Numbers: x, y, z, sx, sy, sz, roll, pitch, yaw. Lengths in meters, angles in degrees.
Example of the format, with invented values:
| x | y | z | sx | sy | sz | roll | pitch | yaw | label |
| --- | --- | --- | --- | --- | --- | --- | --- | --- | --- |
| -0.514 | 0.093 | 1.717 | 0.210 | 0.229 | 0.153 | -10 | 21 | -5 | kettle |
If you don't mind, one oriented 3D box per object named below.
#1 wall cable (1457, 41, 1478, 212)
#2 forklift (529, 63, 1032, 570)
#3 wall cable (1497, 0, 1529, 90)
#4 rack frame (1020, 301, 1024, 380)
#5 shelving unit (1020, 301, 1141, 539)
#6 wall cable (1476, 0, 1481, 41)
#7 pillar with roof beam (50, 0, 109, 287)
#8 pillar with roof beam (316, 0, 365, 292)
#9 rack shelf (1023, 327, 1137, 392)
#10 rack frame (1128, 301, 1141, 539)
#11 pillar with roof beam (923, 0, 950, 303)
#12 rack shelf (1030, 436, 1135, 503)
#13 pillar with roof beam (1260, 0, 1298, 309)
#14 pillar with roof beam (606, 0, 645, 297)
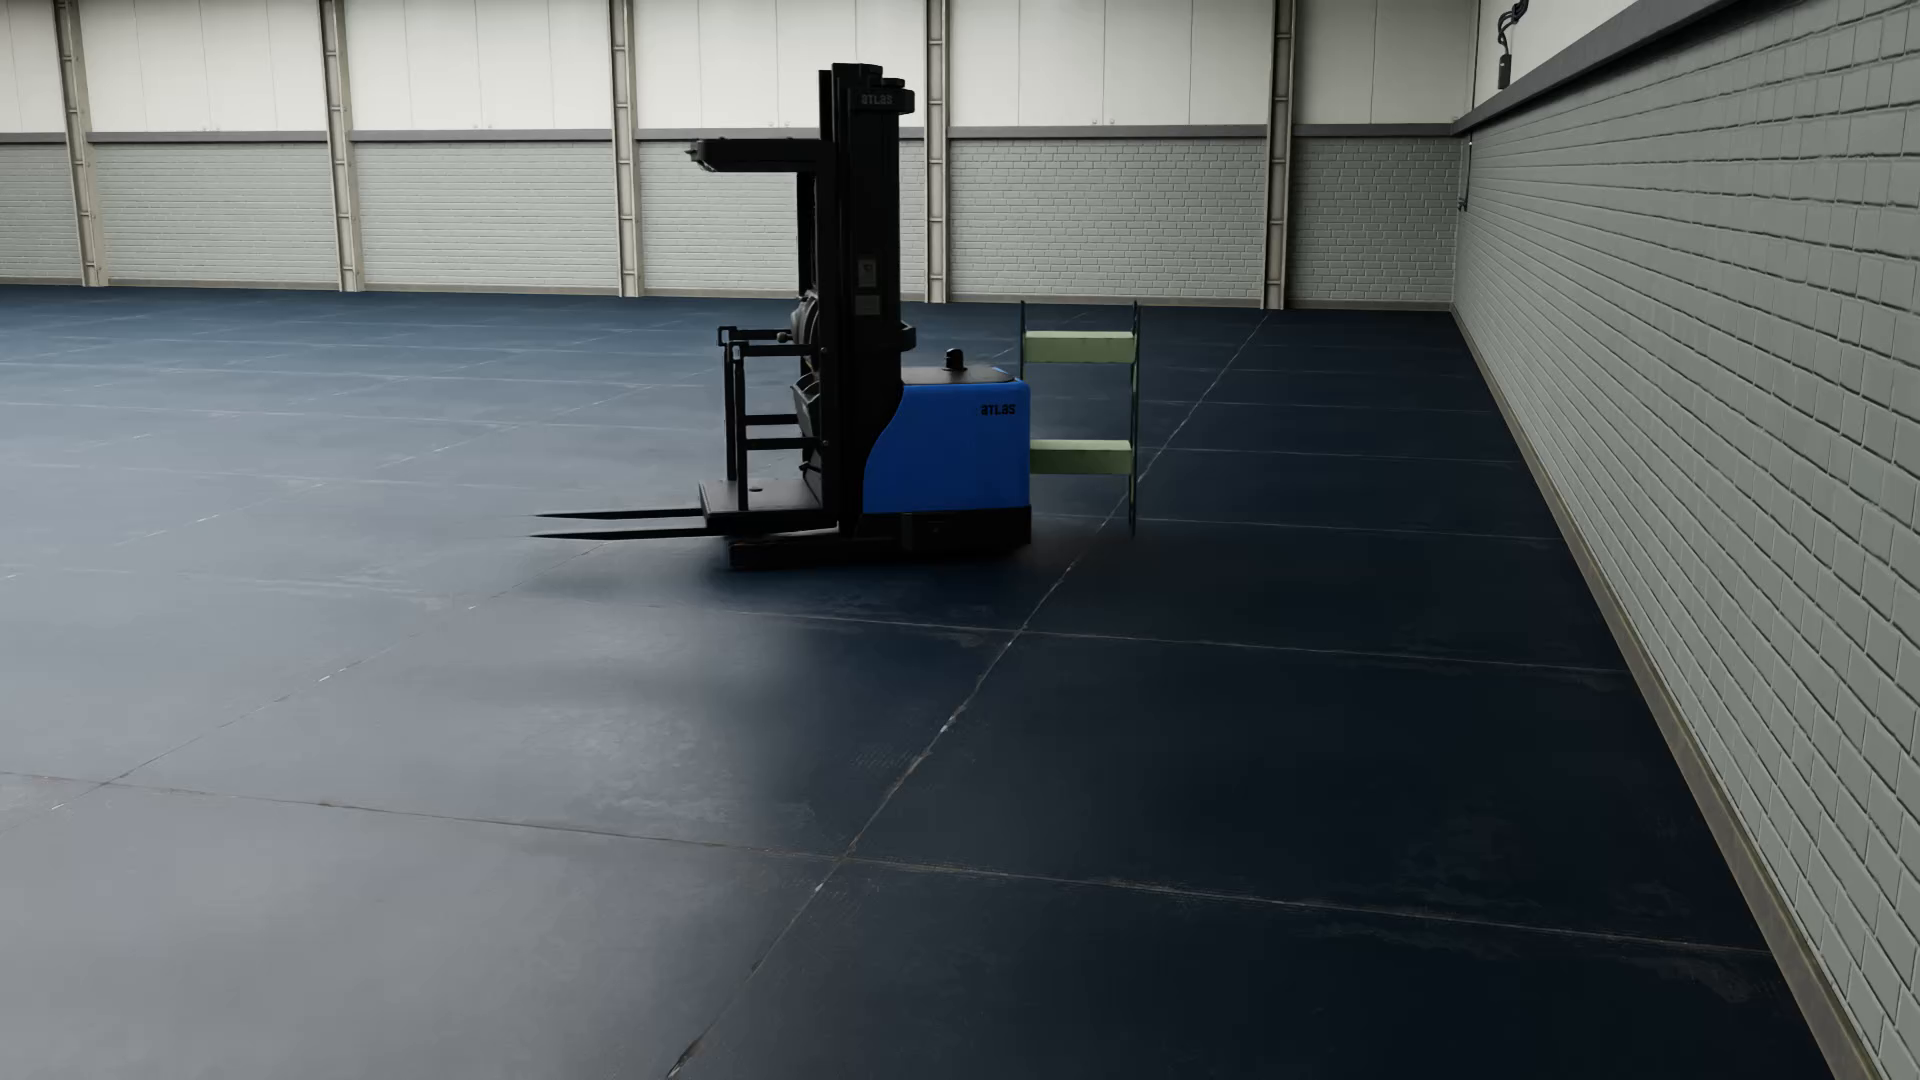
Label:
| x | y | z | sx | sy | sz | roll | pitch | yaw | label |
| --- | --- | --- | --- | --- | --- | --- | --- | --- | --- |
| 7.958 | -6.457 | 26.232 | 0.112 | 2.526 | 3.097 | 3 | 13 | 14 | wall cable |
| -1.127 | -1.375 | 10.165 | 3.031 | 2.935 | 1.130 | -3 | 13 | -11 | forklift |
| 5.669 | -7.638 | 16.533 | 0.169 | 6.003 | 2.305 | 3 | 13 | 14 | wall cable |
| 0.400 | -0.788 | 10.822 | 0.023 | 1.500 | 0.400 | 1 | 13 | 3 | rack frame |
| 0.766 | -0.784 | 10.806 | 0.755 | 1.500 | 0.431 | 1 | 13 | 3 | shelving unit |
| 7.310 | -8.354 | 23.121 | 0.112 | 2.526 | 3.097 | 3 | 13 | 14 | wall cable |
| -18.917 | -8.744 | 29.371 | 0.400 | 9.000 | 9.100 | 3 | 13 | 14 | pillar with roof beam |
| -13.092 | -8.433 | 27.968 | 0.400 | 9.000 | 9.100 | 3 | 13 | 14 | pillar with roof beam |
| 0.766 | -1.165 | 10.721 | 0.720 | 0.370 | 0.431 | 1 | 13 | 3 | rack shelf |
| 1.132 | -0.781 | 10.790 | 0.023 | 1.500 | 0.400 | 1 | 13 | 3 | rack frame |
| -1.442 | -7.810 | 25.161 | 0.400 | 9.000 | 9.100 | 3 | 13 | 14 | pillar with roof beam |
| 0.766 | -0.466 | 10.877 | 0.720 | 0.370 | 0.431 | 1 | 13 | 3 | rack shelf |
| 4.384 | -7.499 | 23.758 | 0.400 | 9.000 | 9.100 | 3 | 13 | 14 | pillar with roof beam |
| -7.267 | -8.122 | 26.564 | 0.400 | 9.000 | 9.100 | 3 | 13 | 14 | pillar with roof beam |
